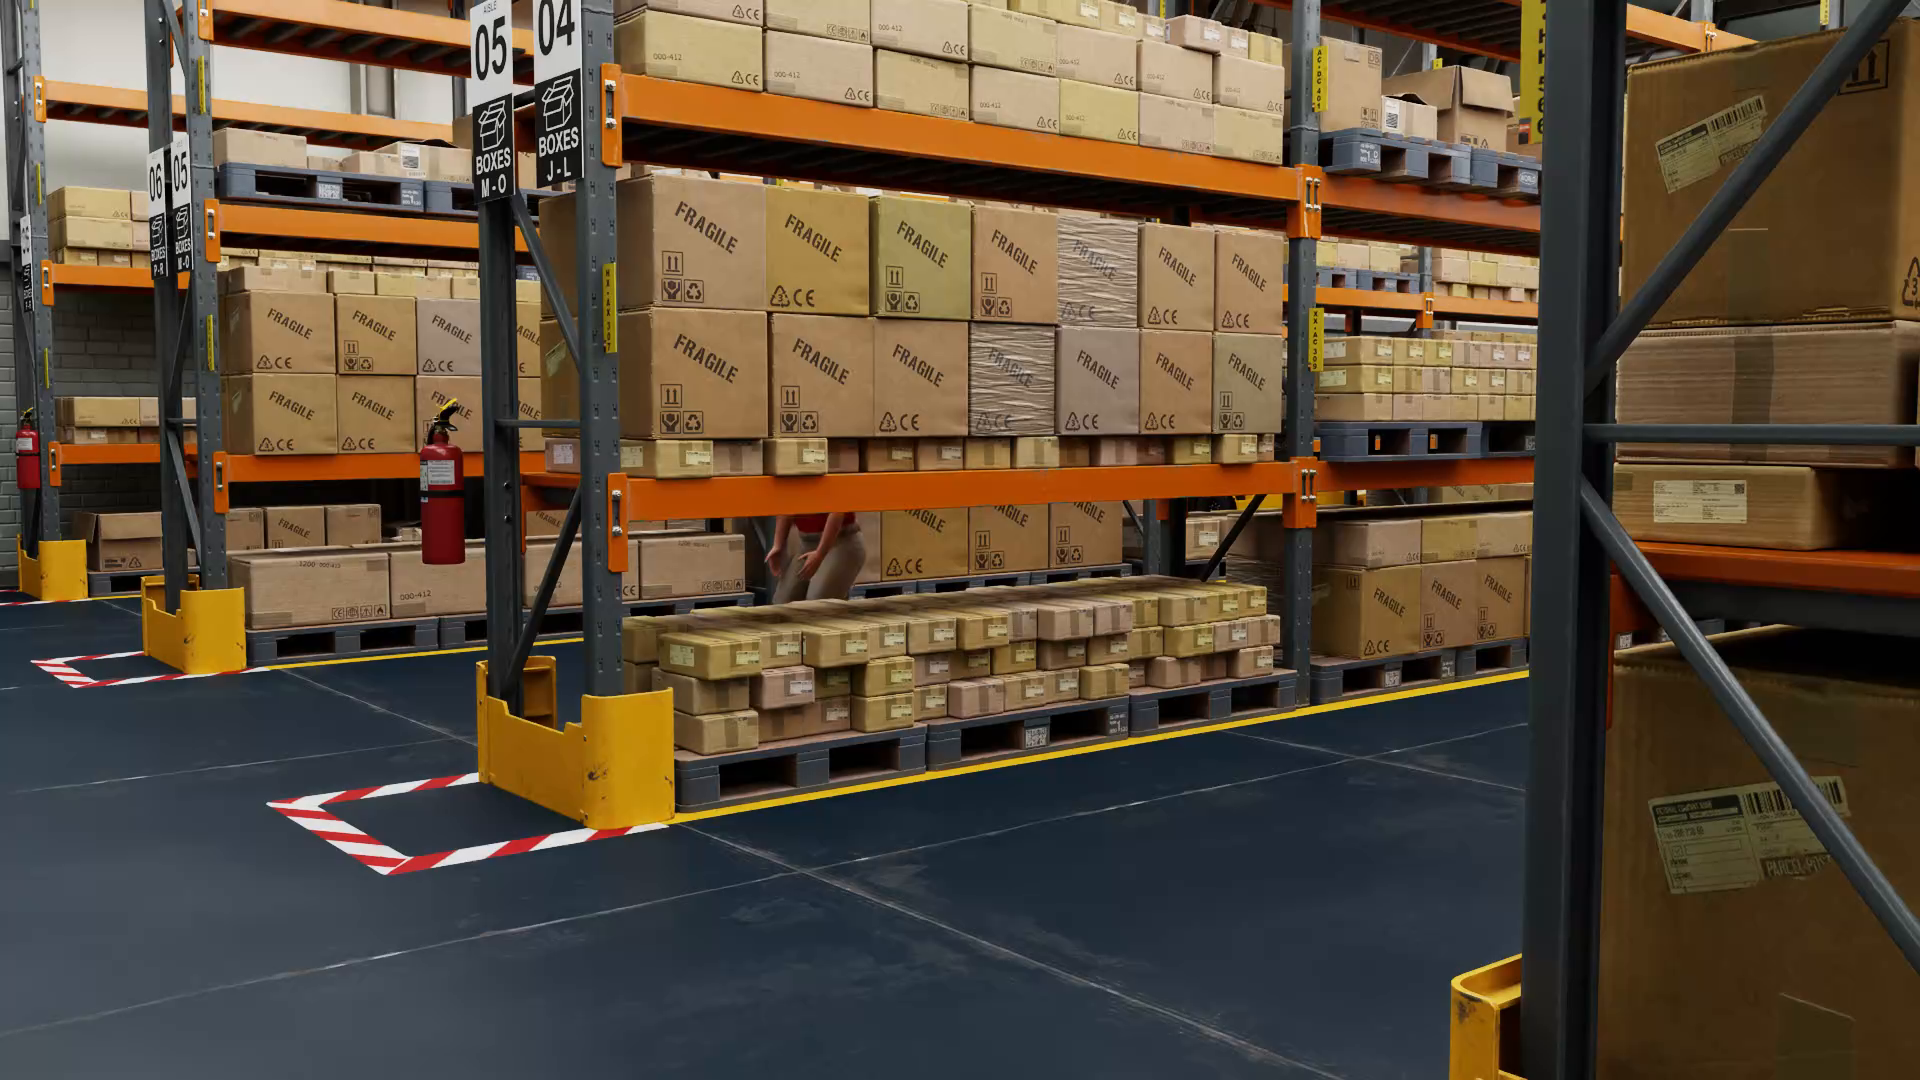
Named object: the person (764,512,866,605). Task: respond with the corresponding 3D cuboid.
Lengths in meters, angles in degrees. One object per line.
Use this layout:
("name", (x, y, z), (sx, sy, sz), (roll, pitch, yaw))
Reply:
("person", (-0.780, 0.072, 9.171), (0.550, 1.588, 0.578), (-3, 5, -38))
